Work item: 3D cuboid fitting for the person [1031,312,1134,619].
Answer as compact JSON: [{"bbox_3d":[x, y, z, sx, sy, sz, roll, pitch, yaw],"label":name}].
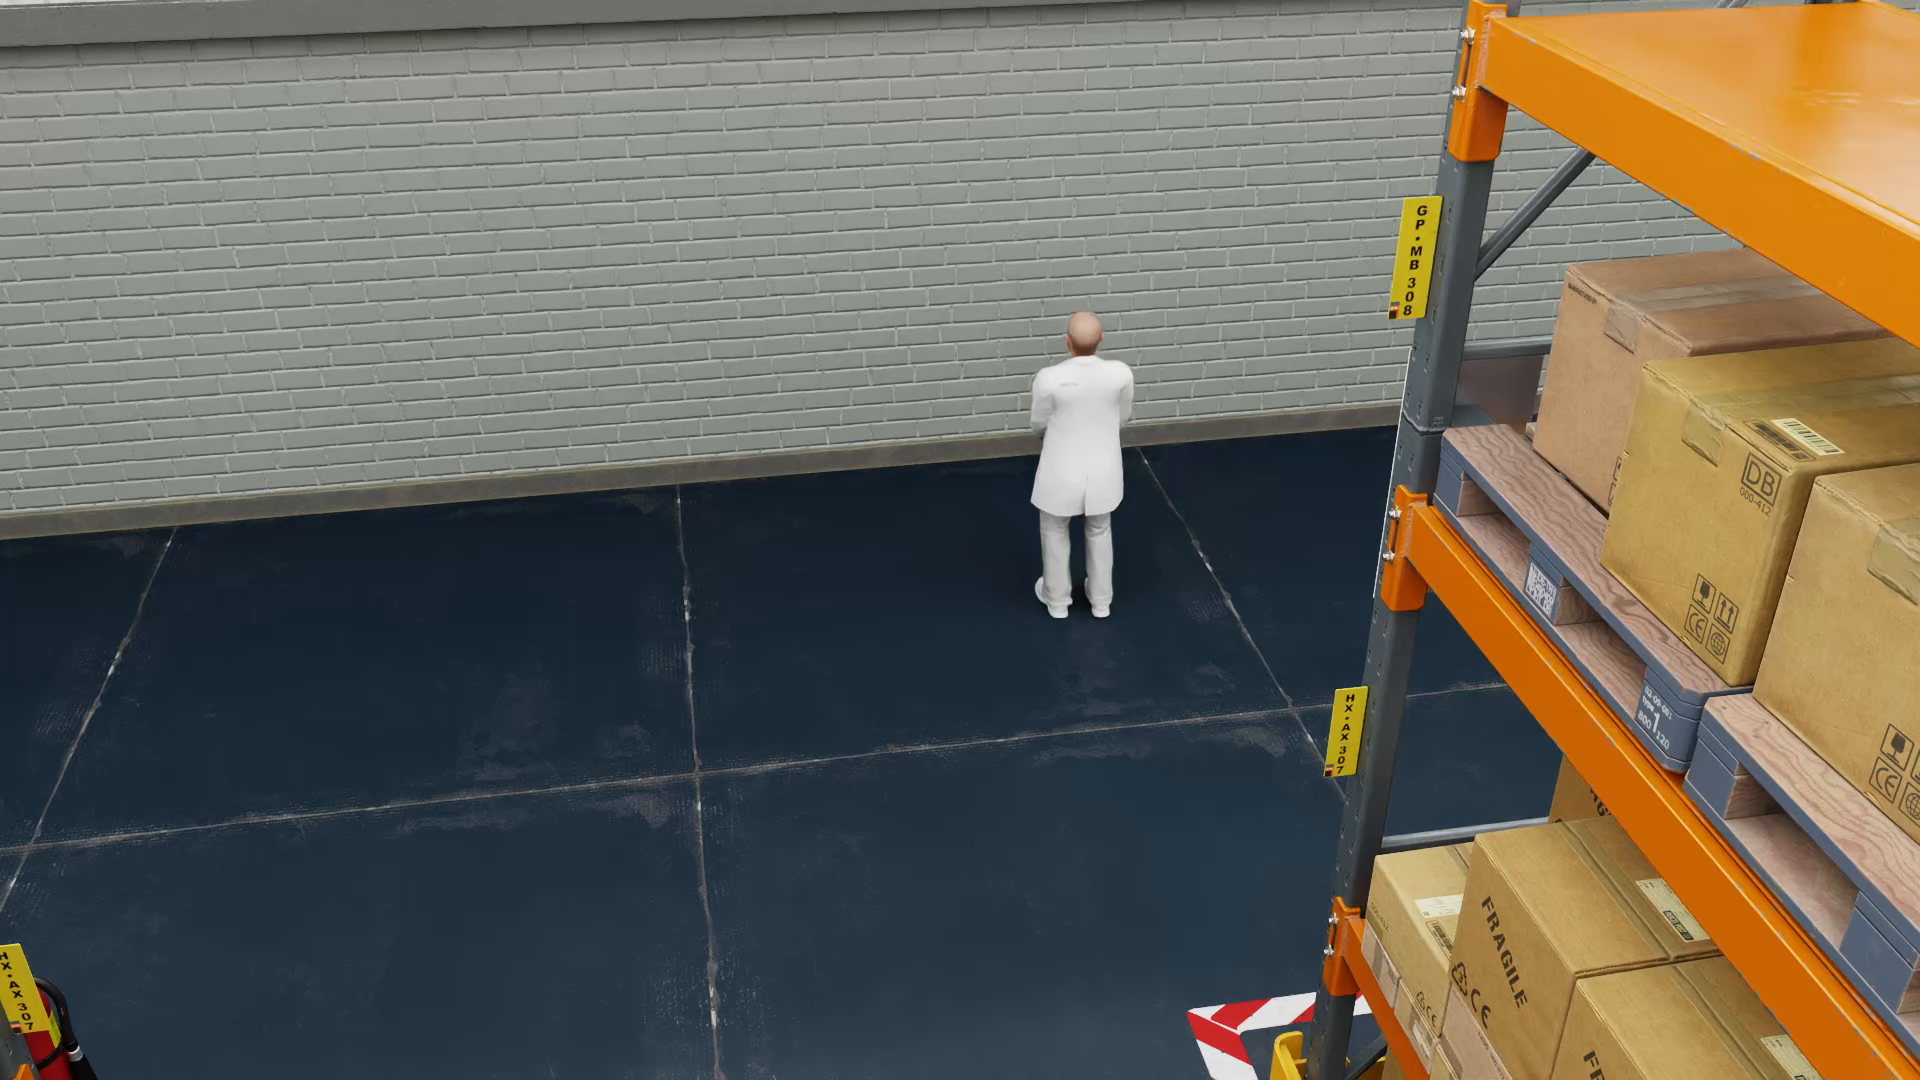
[{"bbox_3d":[0.613,-0.440,8.906,0.542,1.779,0.541,-5,31,-9],"label":"person"}]
